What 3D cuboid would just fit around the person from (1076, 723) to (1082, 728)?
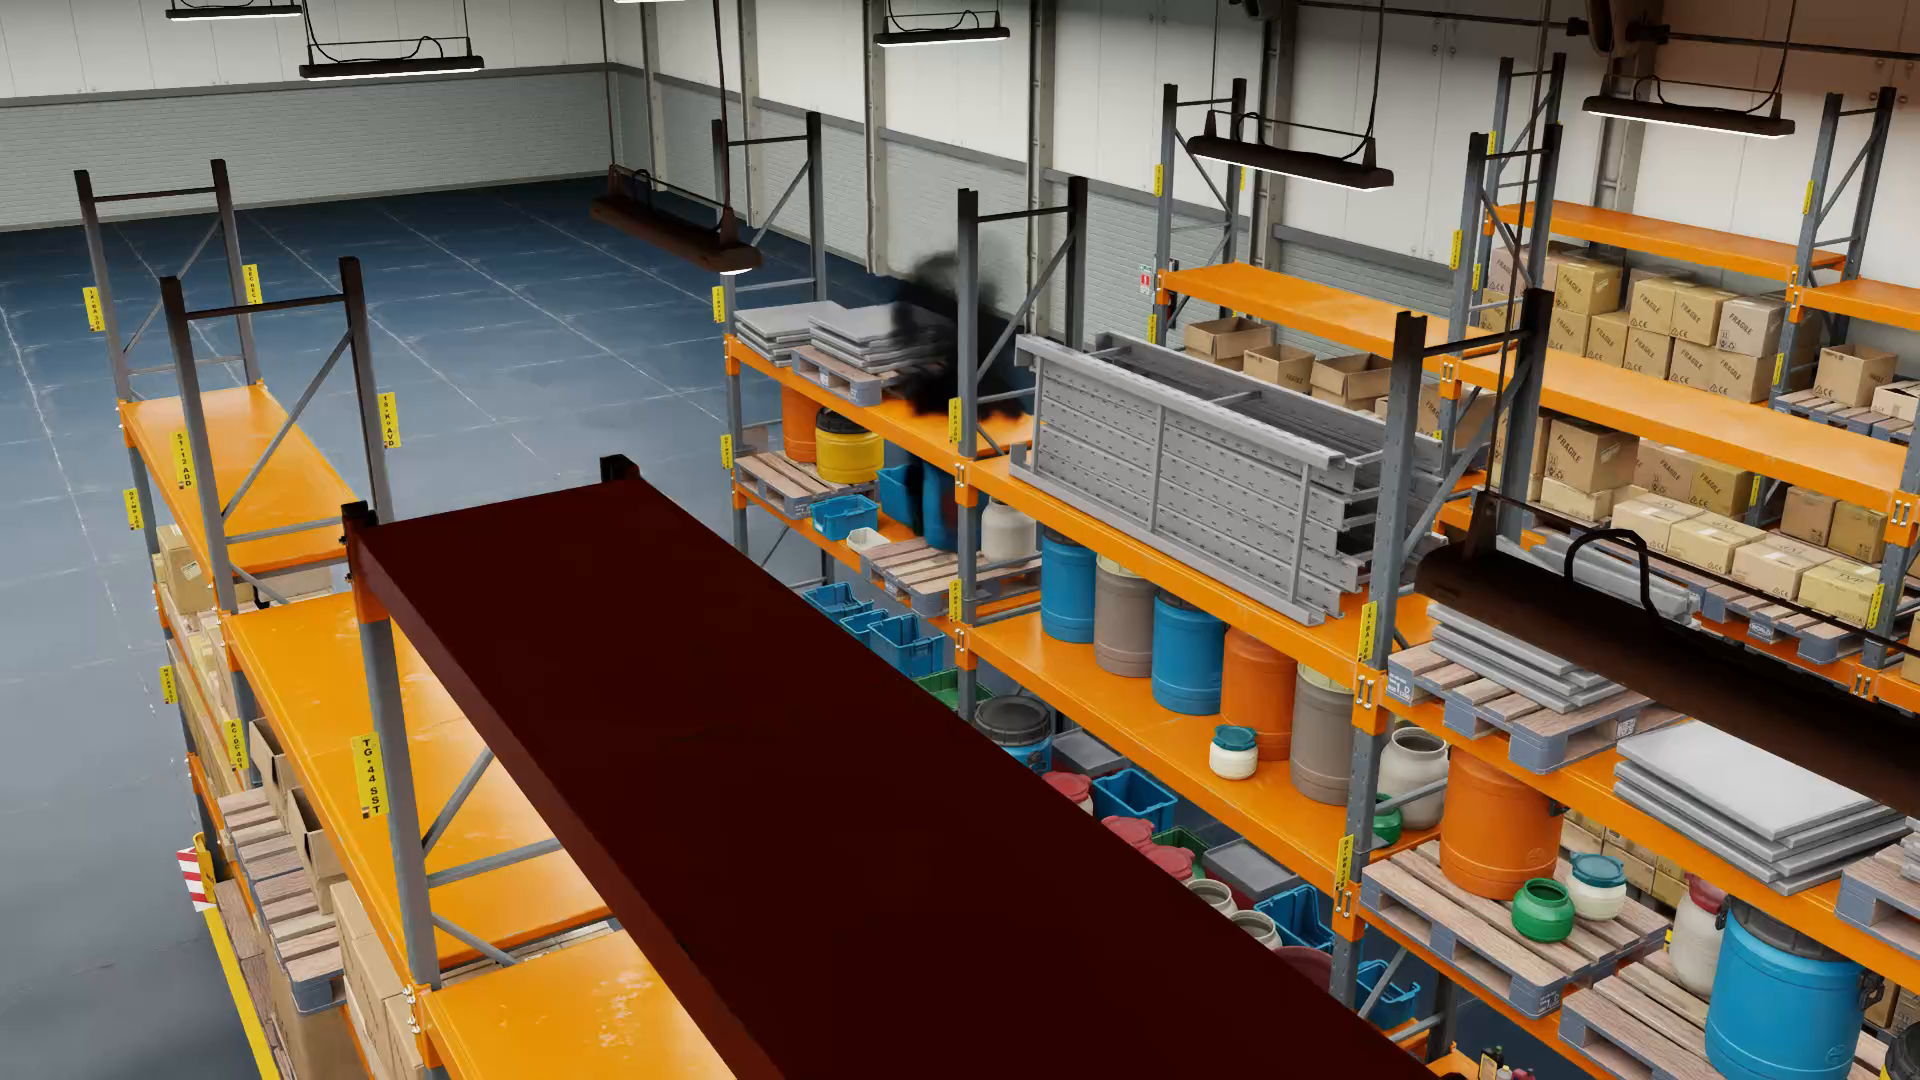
[{"bbox_3d":[1.141,1.269,15.078,0.648,1.860,0.778,-14,26,-31],"label":"person"}]
